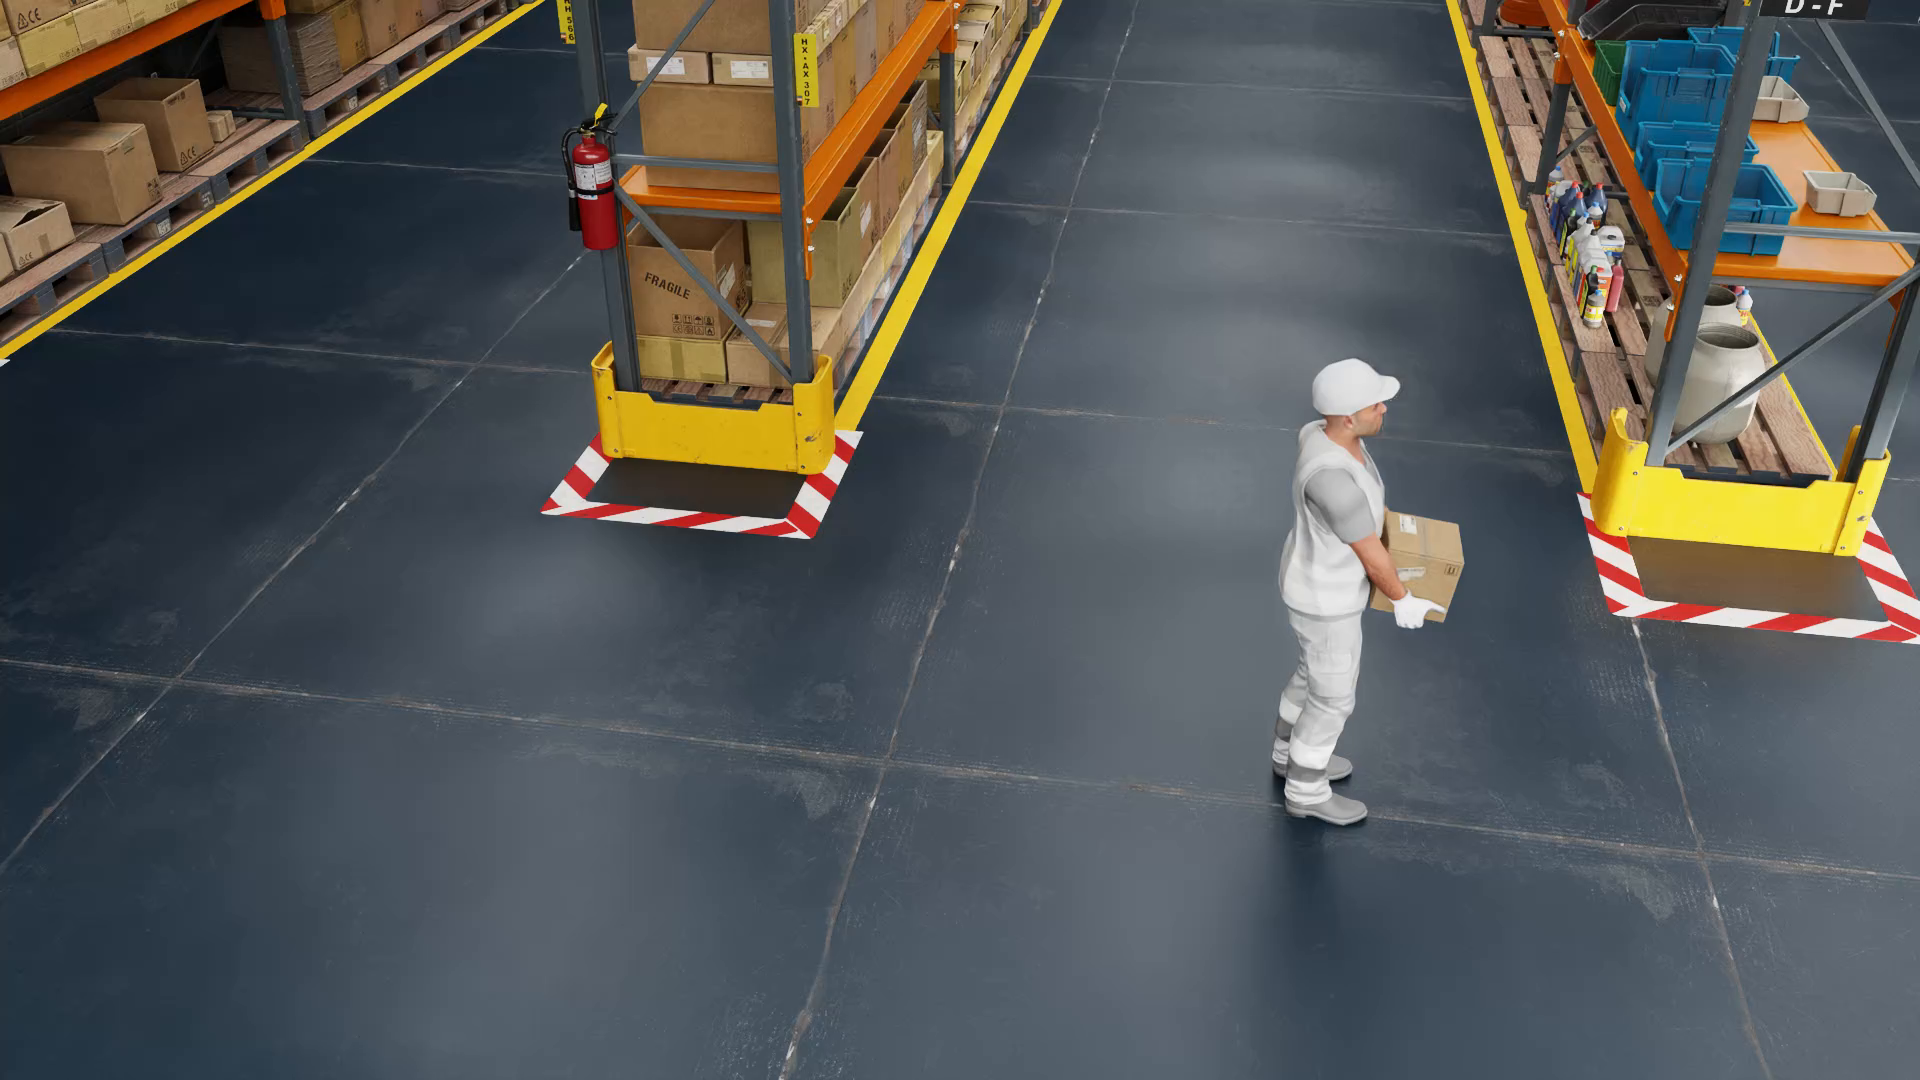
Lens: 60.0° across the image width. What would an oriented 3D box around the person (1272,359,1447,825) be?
[{"bbox_3d":[1.392,0.193,5.806,0.559,1.786,0.495,5,32,8],"label":"person"}]
